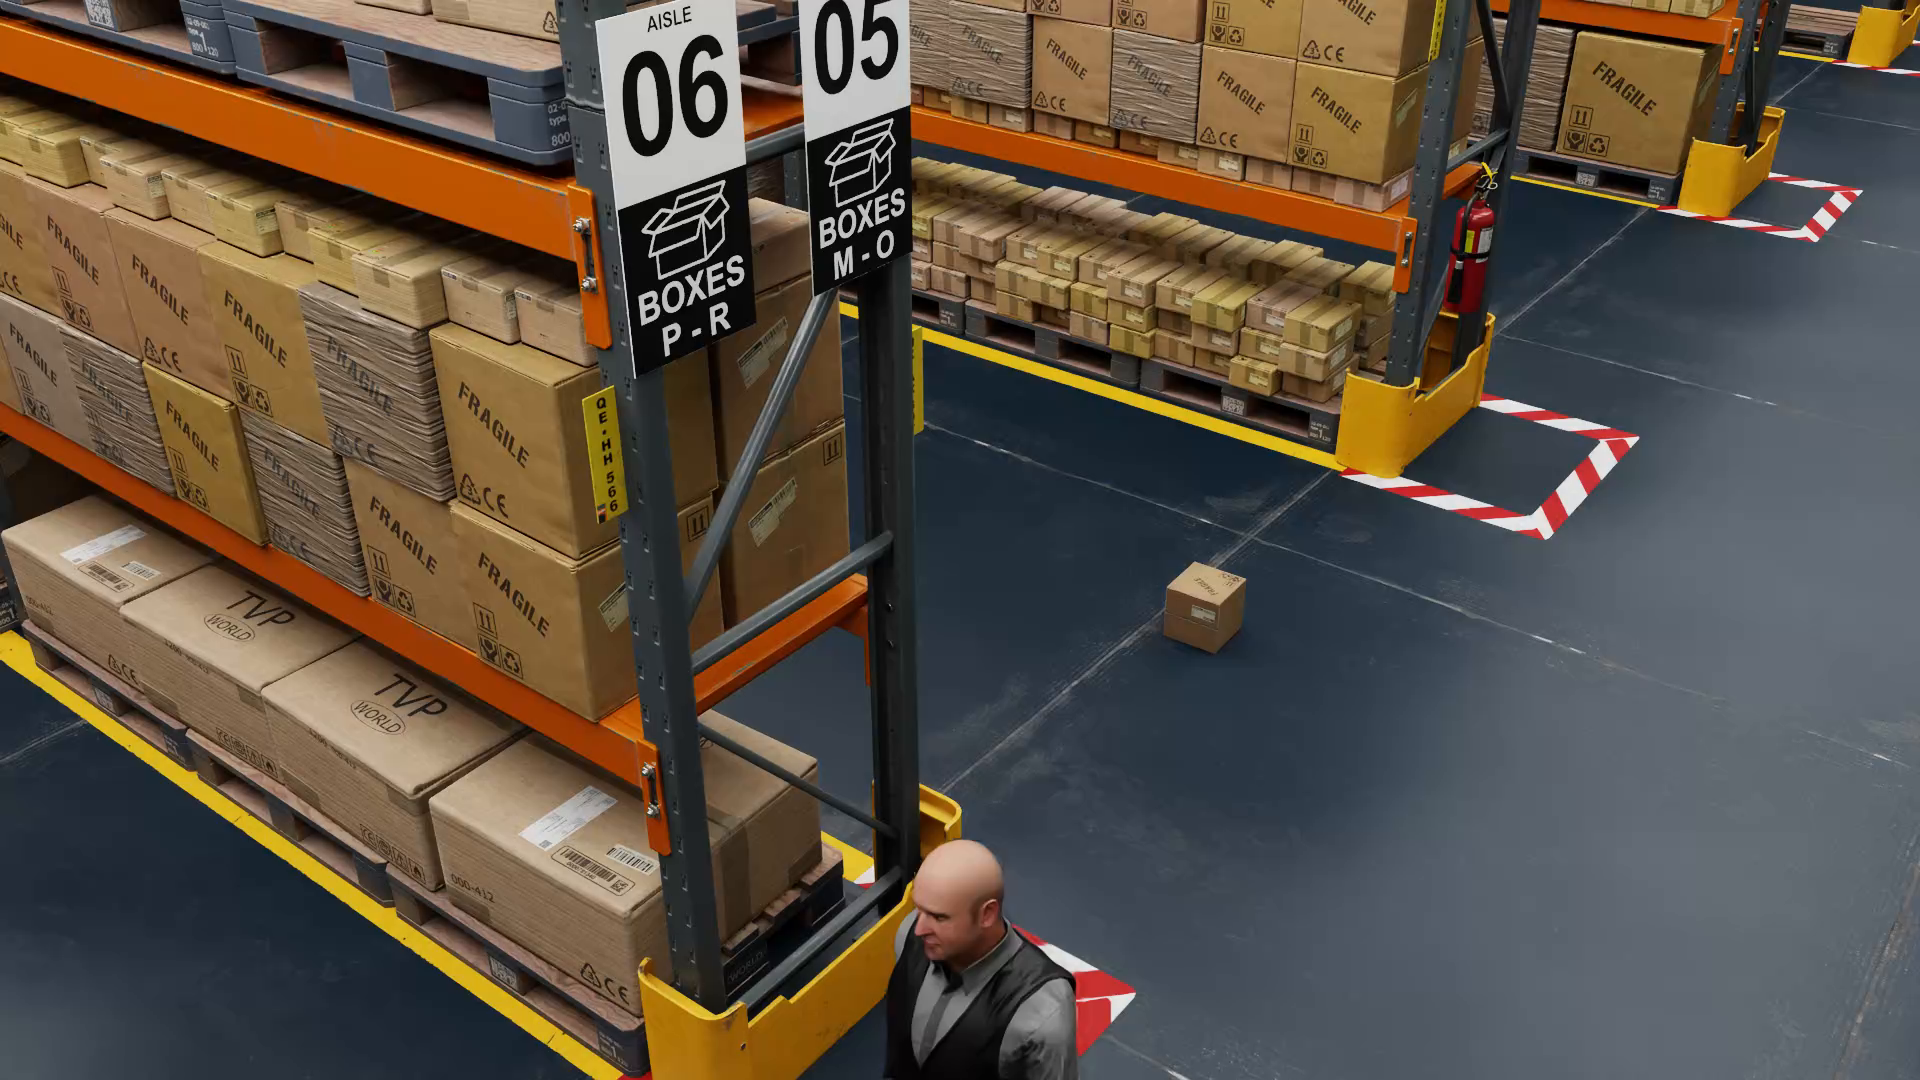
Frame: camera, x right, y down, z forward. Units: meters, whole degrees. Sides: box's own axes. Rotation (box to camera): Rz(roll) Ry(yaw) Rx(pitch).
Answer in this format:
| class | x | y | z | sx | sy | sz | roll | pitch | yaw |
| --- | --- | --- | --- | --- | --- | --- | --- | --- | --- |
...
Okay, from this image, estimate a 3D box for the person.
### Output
| class | x | y | z | sx | sy | sz | roll | pitch | yaw |
| --- | --- | --- | --- | --- | --- | --- | --- | --- | --- |
| person | 0.070 | 1.378 | 3.837 | 0.562 | 1.694 | 0.869 | 25 | 39 | 35 |
